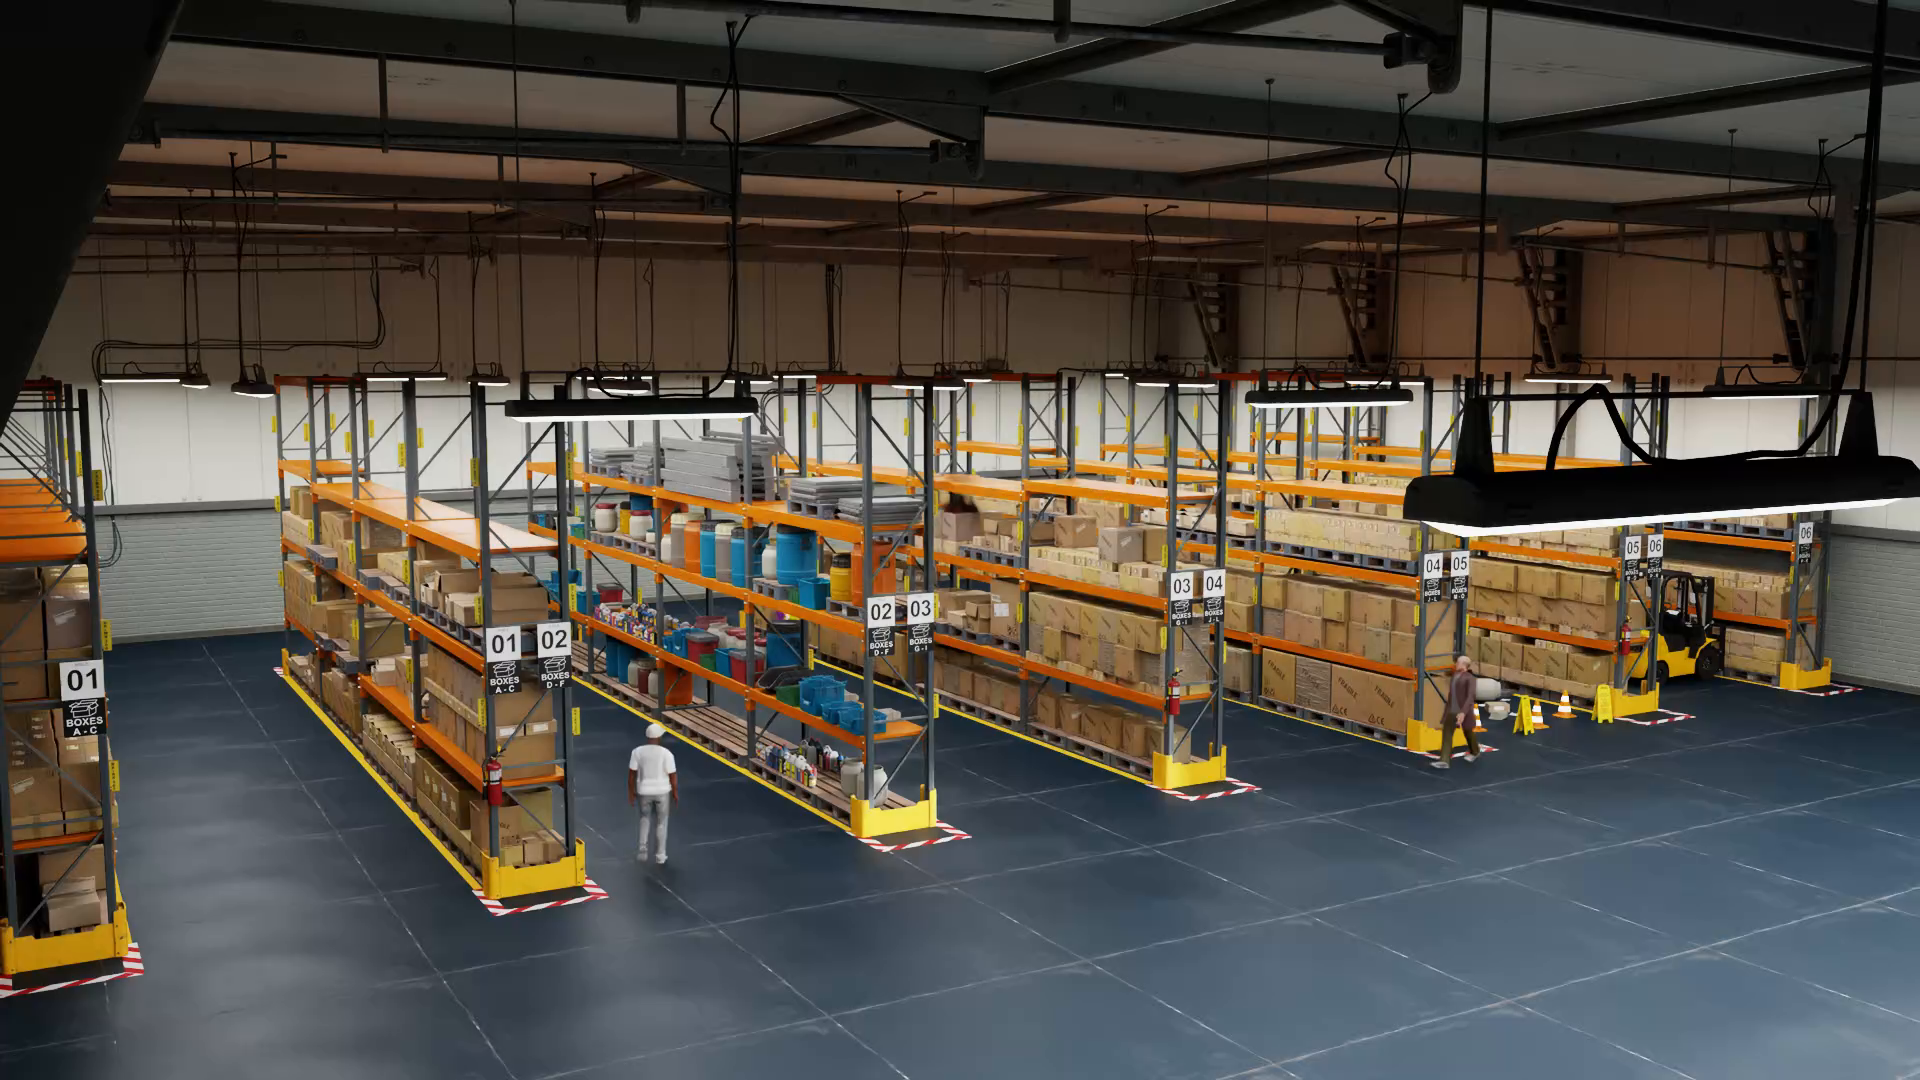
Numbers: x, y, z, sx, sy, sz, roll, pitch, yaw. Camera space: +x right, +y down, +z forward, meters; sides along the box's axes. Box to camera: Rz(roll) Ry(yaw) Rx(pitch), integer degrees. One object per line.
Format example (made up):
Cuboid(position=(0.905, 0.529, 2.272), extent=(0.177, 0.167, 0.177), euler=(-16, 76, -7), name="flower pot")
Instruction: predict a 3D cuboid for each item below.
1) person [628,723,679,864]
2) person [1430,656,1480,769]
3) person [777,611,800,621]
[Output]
Cuboid(position=(-3.835, 3.164, 20.807), extent=(0.625, 1.761, 0.480), euler=(0, 6, 3), name="person")
Cuboid(position=(7.729, 2.654, 25.729), extent=(0.527, 1.737, 1.119), euler=(5, 8, 36), name="person")
Cuboid(position=(-3.321, 1.881, 32.850), extent=(0.581, 1.723, 0.999), euler=(-4, 7, -32), name="person")
